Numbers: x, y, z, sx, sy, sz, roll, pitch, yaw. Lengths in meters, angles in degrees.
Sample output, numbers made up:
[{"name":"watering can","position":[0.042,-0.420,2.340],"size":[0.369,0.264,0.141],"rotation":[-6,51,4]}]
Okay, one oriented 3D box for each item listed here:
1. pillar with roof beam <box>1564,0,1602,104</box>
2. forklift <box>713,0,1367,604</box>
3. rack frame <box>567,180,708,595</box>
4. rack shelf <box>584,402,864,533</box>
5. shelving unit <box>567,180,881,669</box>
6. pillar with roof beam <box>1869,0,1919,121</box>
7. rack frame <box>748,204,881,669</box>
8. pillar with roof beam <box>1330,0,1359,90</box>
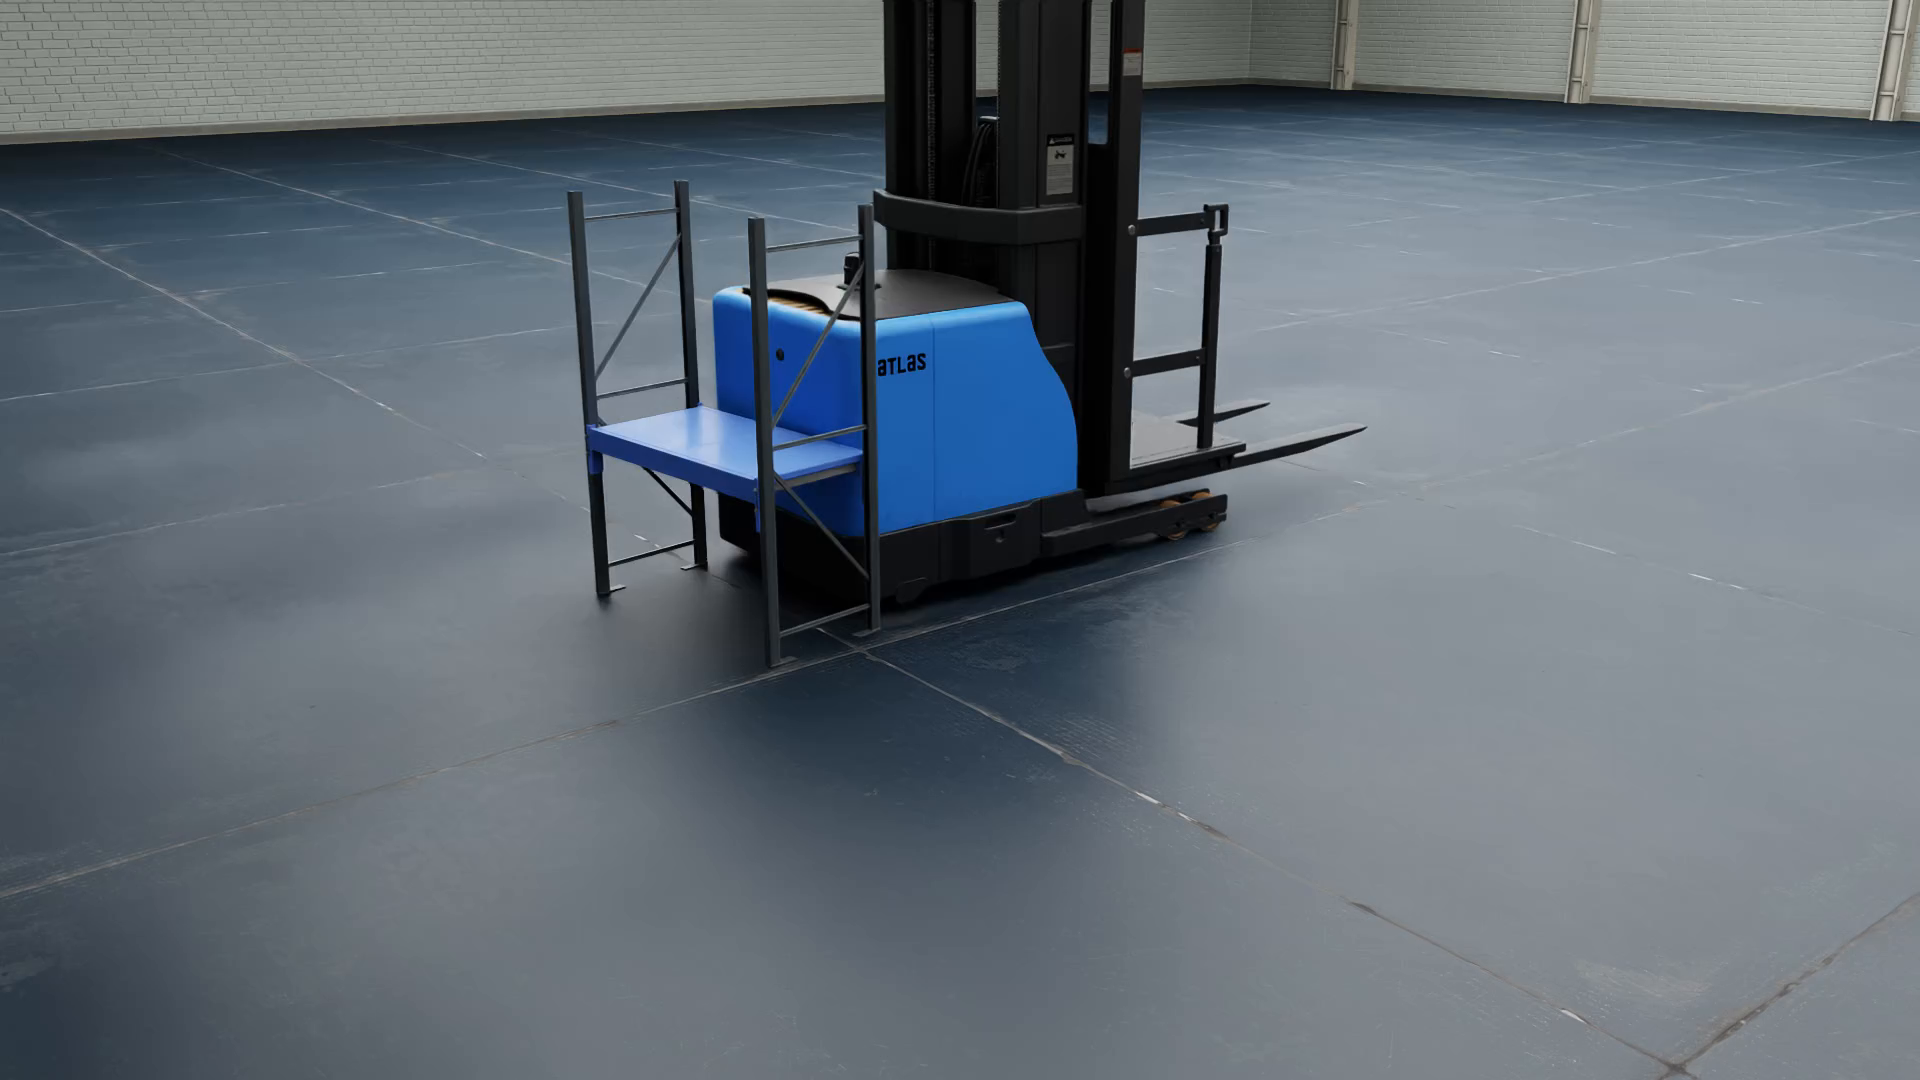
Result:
[{"name":"pillar with roof beam","position":[9.064,-12.247,29.575],"size":[9.100,9.000,0.400],"rotation":[-14,23,-36]},{"name":"forklift","position":[0.508,-1.508,6.795],"size":[3.031,2.935,1.130],"rotation":[-13,23,-35]},{"name":"rack frame","position":[-1.190,-0.562,6.216],"size":[0.032,1.500,0.500],"rotation":[17,25,42]},{"name":"rack shelf","position":[-0.830,-0.278,5.931],"size":[1.000,0.185,0.538],"rotation":[17,25,42]},{"name":"shelving unit","position":[-0.830,-0.449,5.875],"size":[1.048,1.500,0.538],"rotation":[17,25,42]},{"name":"pillar with roof beam","position":[12.789,-10.769,25.110],"size":[9.100,9.000,0.400],"rotation":[-14,23,-36]},{"name":"rack frame","position":[-0.470,-0.336,5.534],"size":[0.032,1.500,0.500],"rotation":[17,25,42]},{"name":"pillar with roof beam","position":[5.338,-13.726,34.040],"size":[9.100,9.000,0.400],"rotation":[-14,23,-36]}]
